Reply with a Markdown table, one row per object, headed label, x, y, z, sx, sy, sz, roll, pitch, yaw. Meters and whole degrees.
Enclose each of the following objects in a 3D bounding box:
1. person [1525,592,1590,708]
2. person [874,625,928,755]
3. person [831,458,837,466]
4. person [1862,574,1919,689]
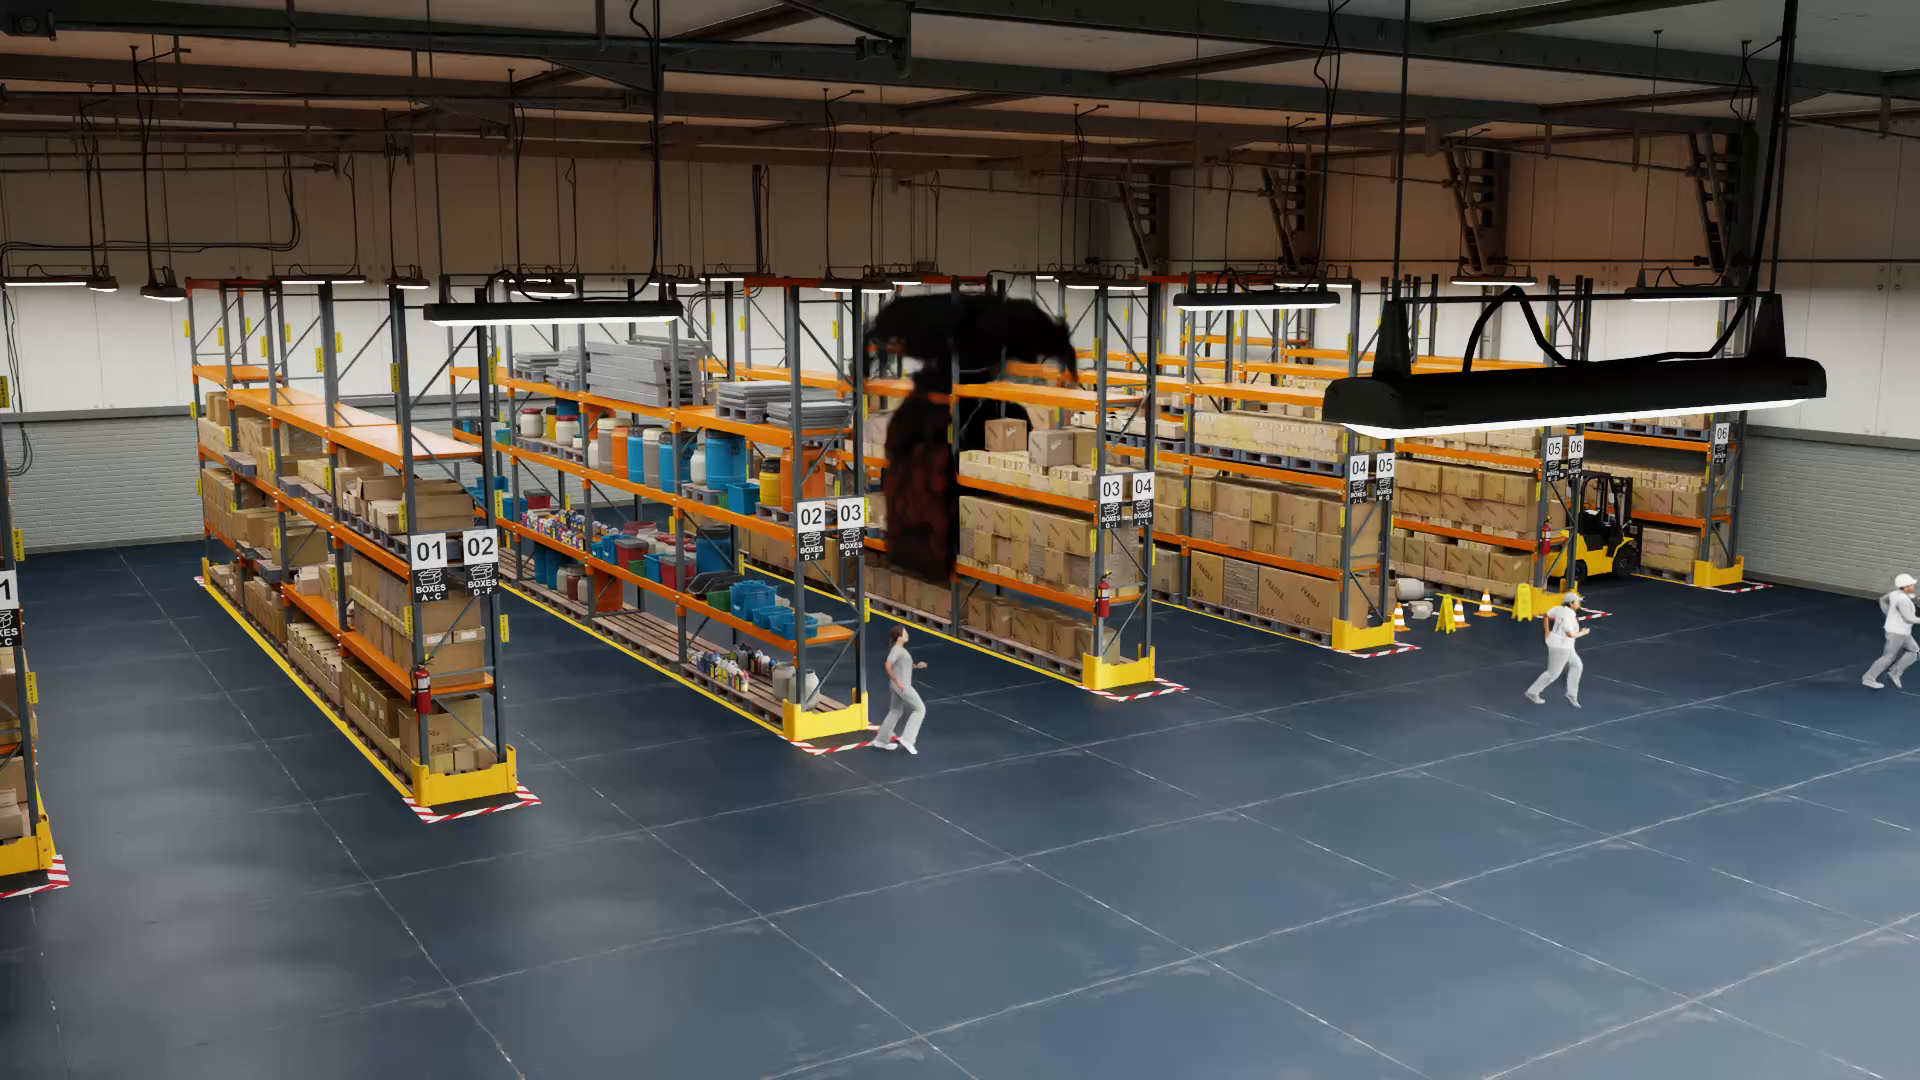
| label | x | y | z | sx | sy | sz | roll | pitch | yaw |
| --- | --- | --- | --- | --- | --- | --- | --- | --- | --- |
| person | 8.520 | 1.579 | 23.719 | 0.832 | 1.707 | 0.626 | 2 | 10 | 9 |
| person | -0.759 | 1.938 | 21.450 | 0.717 | 1.696 | 0.536 | -2 | 10 | -13 |
| person | -3.055 | -1.154 | 39.914 | 0.700 | 1.646 | 0.512 | -3 | 10 | -18 |
| person | 13.883 | 1.357 | 24.605 | 0.853 | 1.753 | 0.664 | 4 | 10 | 23 |
